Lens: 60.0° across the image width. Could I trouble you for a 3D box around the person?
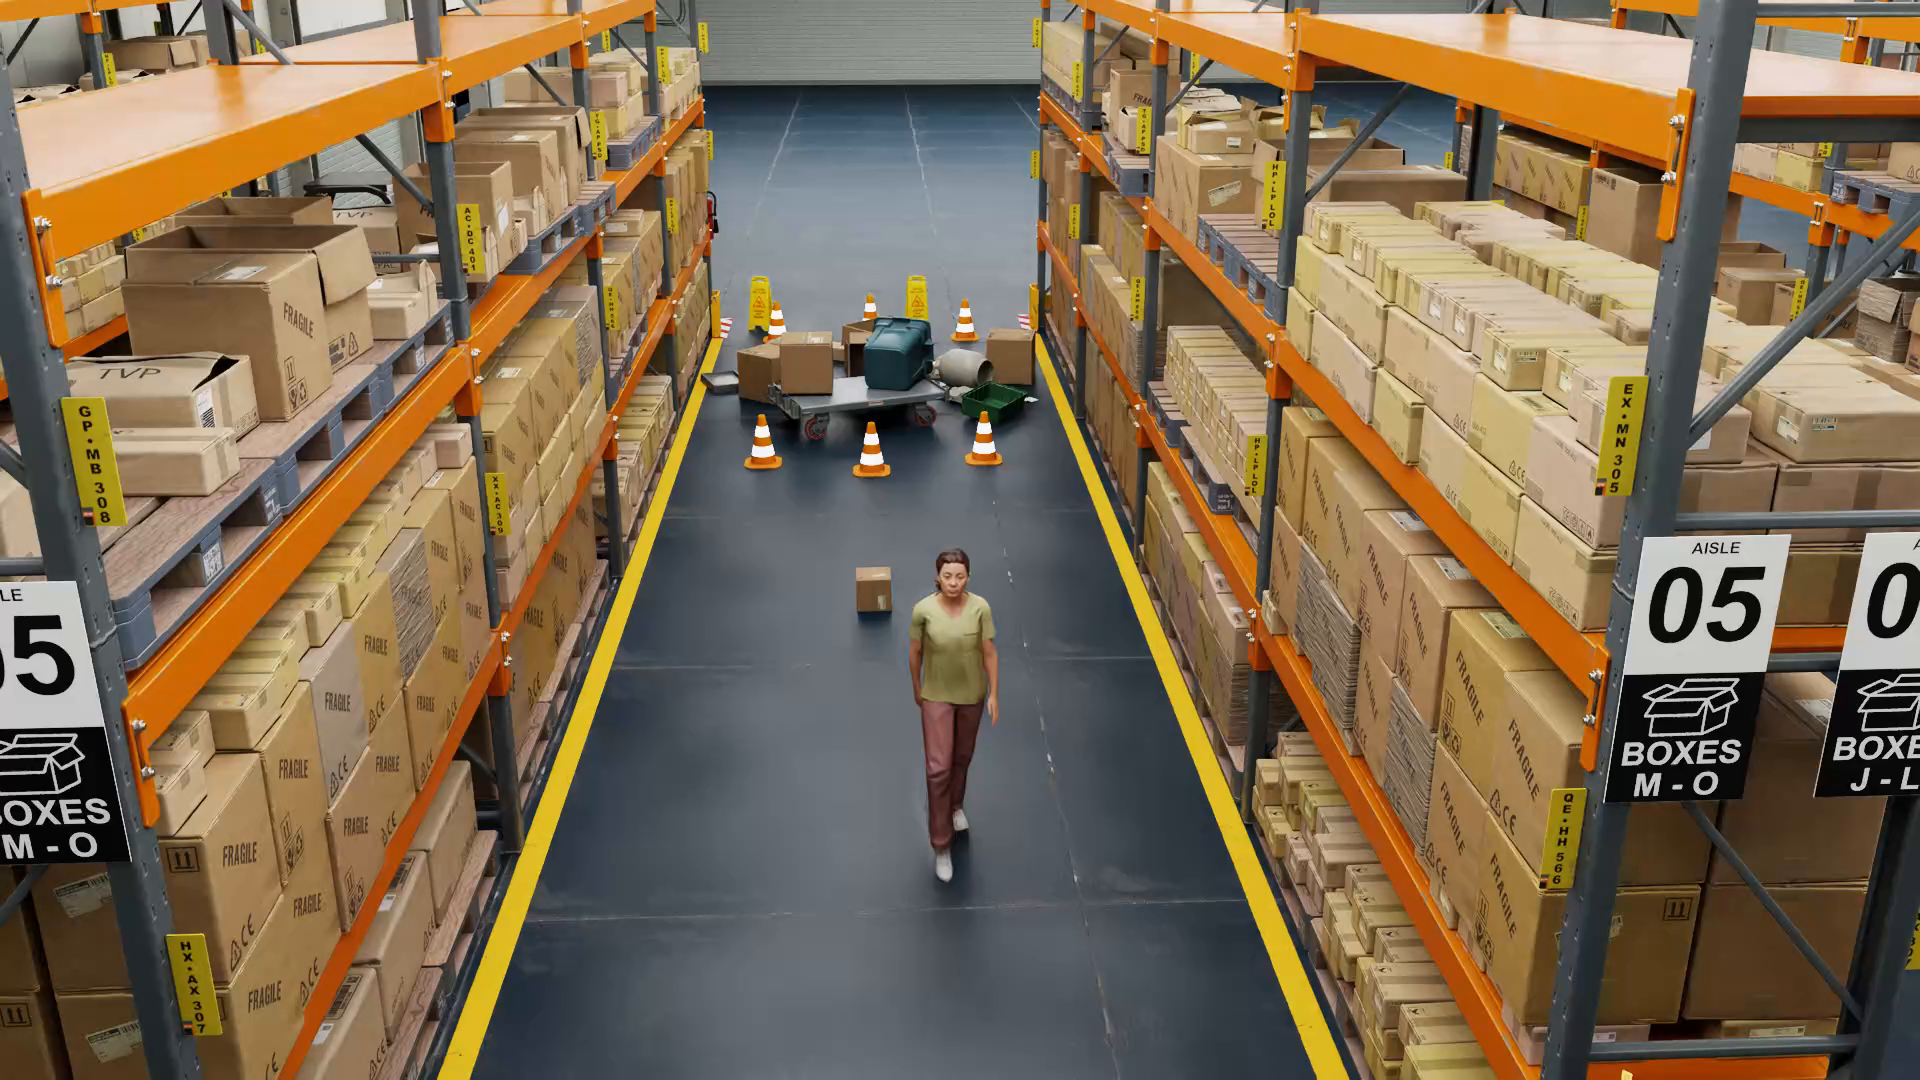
[{"bbox_3d":[-0.013,0.888,8.748,0.454,1.686,0.703,-4,21,-11],"label":"person"}]
